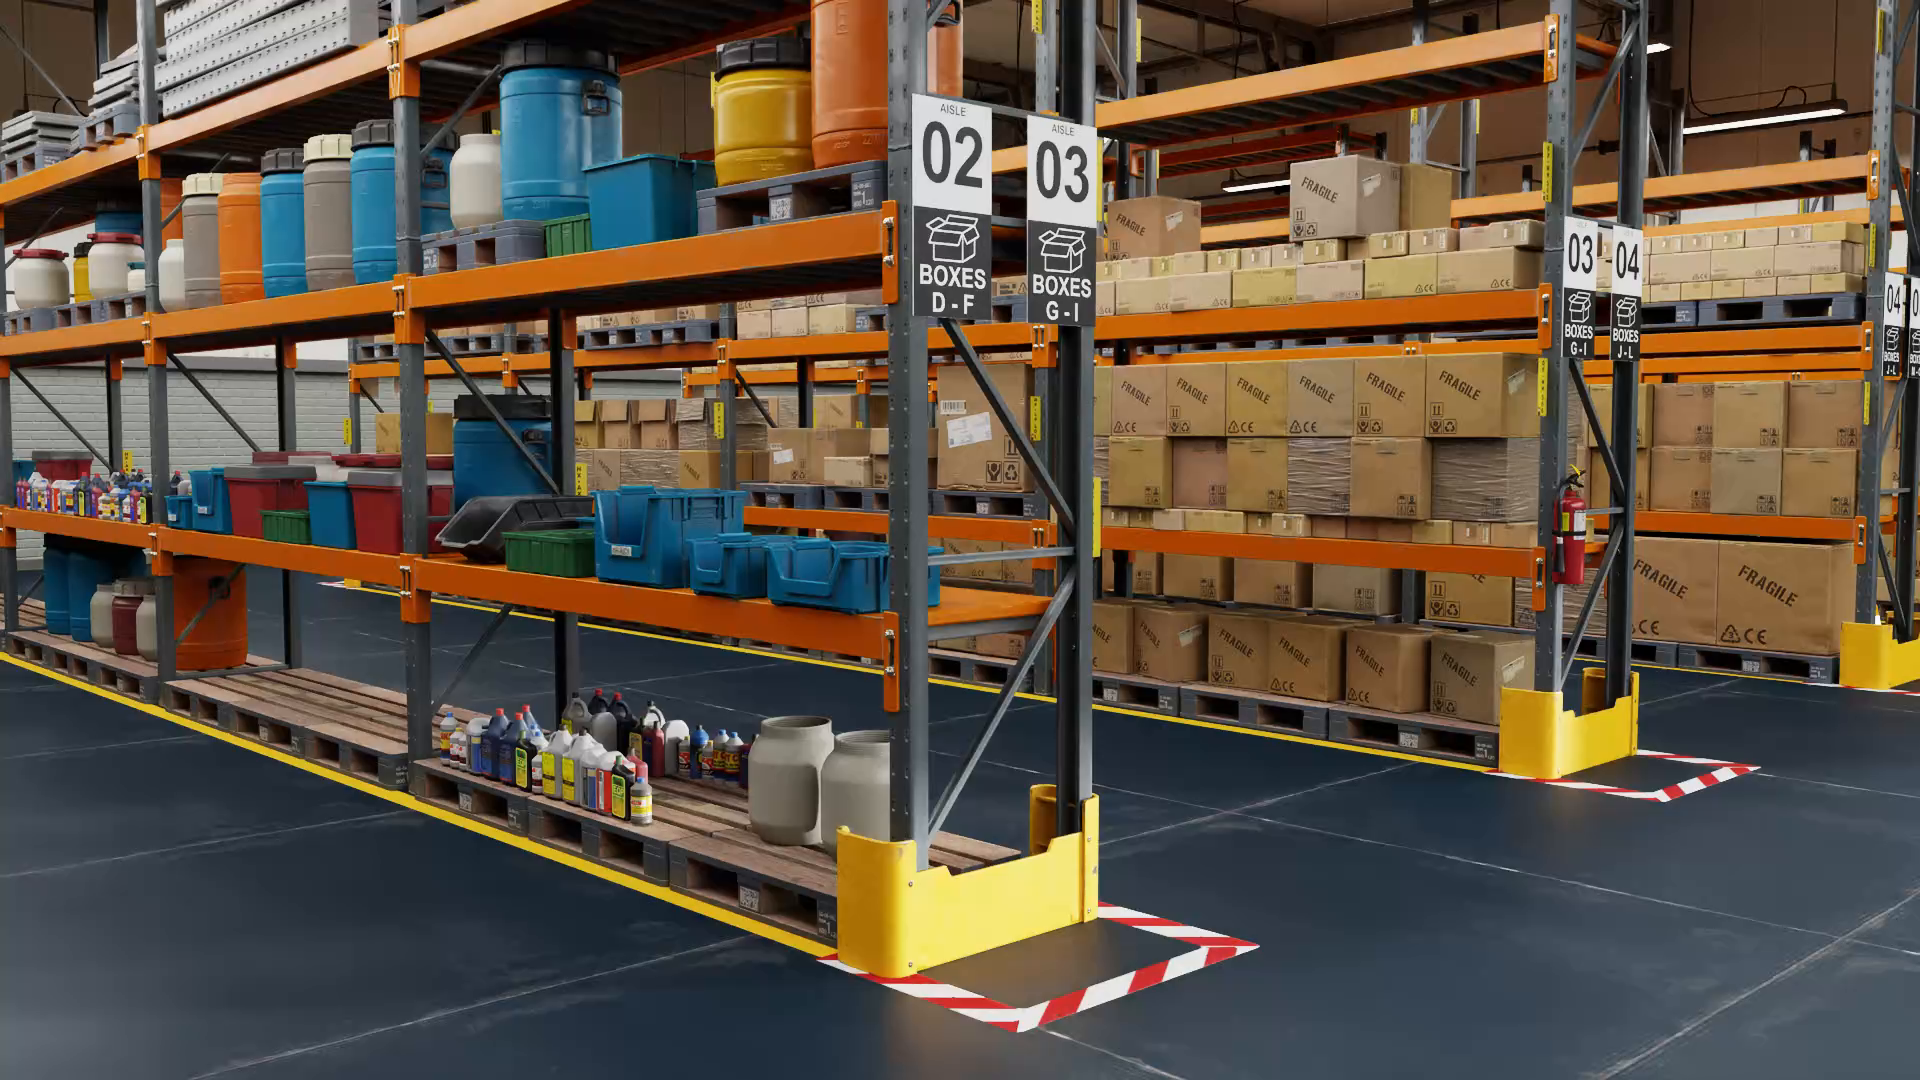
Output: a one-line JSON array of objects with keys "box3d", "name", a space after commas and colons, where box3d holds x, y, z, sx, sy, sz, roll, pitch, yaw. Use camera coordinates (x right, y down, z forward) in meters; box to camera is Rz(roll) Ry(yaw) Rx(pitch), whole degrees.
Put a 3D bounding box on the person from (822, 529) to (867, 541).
[{"box3d": [-1.209, -0.045, 17.472, 0.562, 1.773, 0.379, -4, 5, -43], "name": "person"}]
